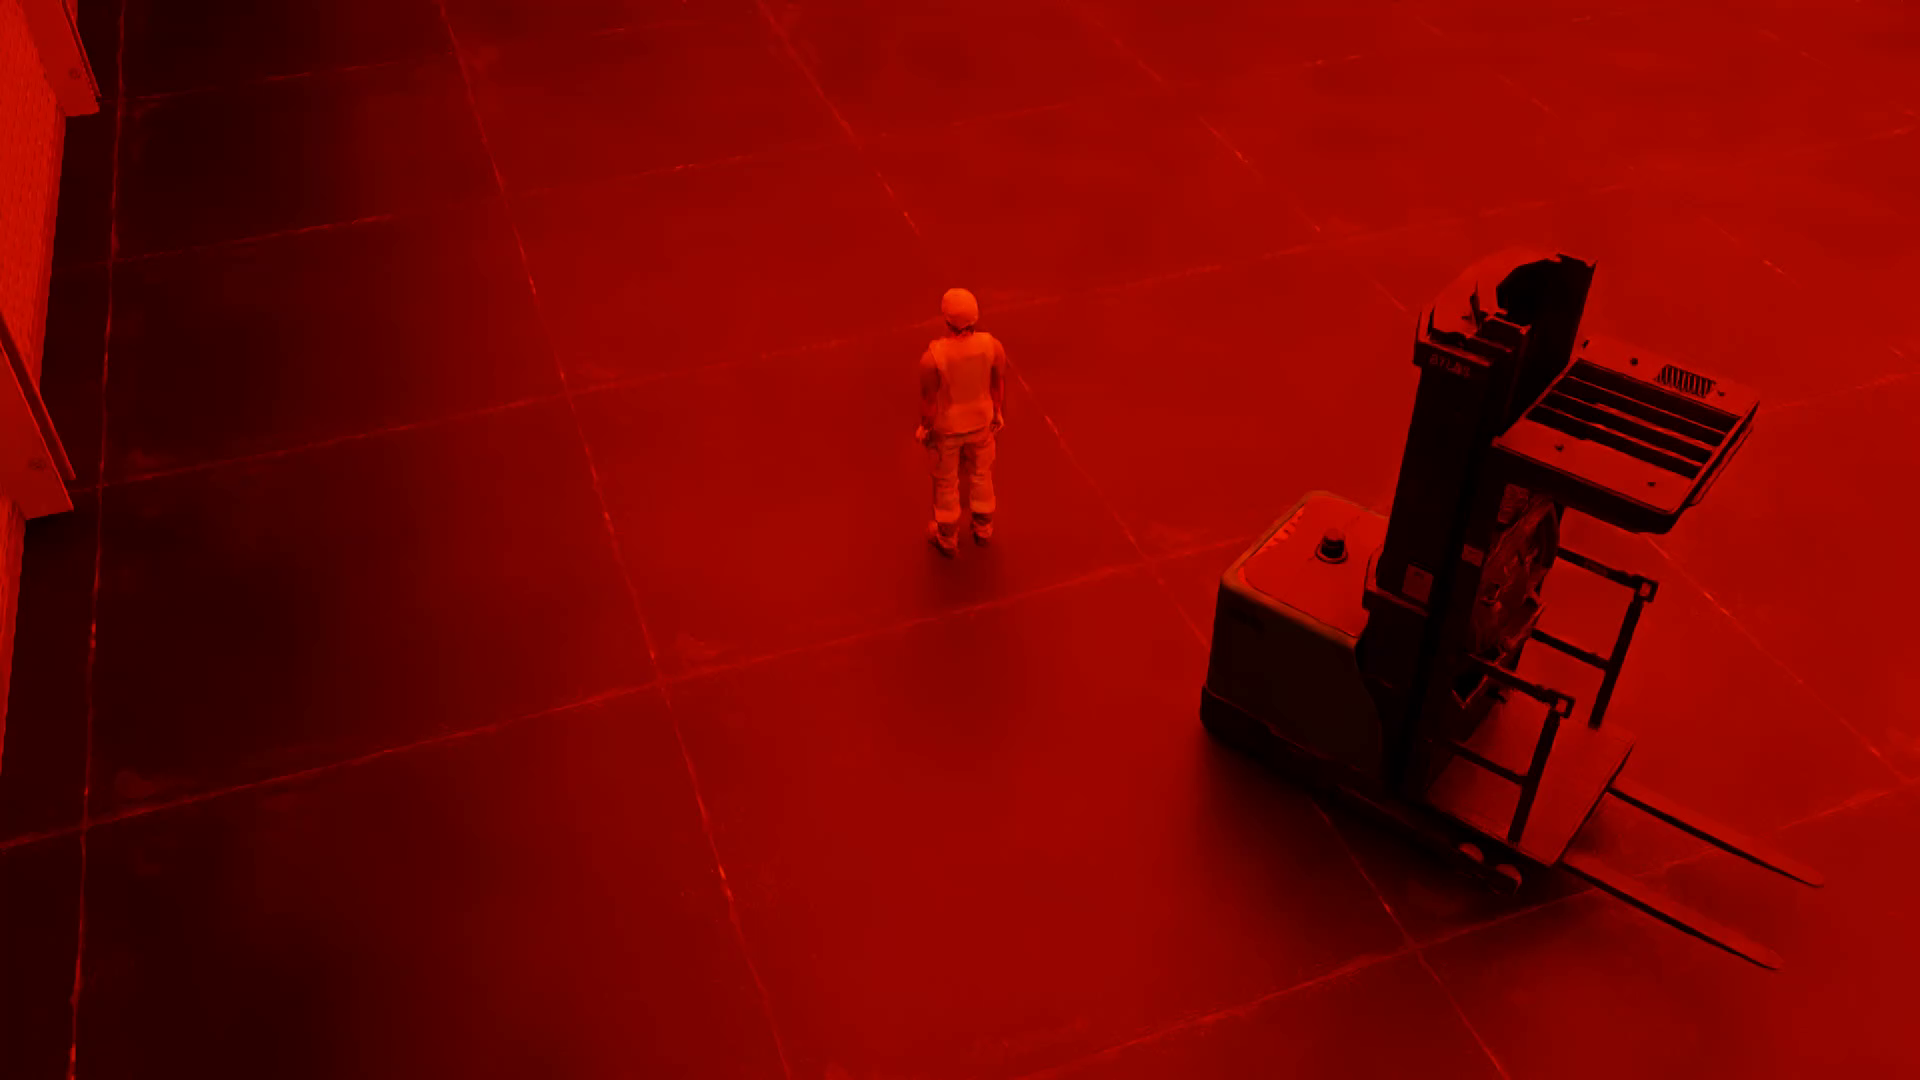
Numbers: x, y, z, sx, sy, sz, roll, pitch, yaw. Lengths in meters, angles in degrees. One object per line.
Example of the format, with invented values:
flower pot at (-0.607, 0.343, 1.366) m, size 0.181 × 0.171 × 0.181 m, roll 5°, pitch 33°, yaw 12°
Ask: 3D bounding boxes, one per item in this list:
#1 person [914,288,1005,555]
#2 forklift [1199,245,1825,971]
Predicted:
person at (-0.008, -0.698, 9.714) m, size 0.540 × 1.795 × 0.349 m, roll -13°, pitch 42°, yaw -15°
forklift at (2.766, 0.237, 7.714) m, size 3.031 × 2.935 × 1.130 m, roll 27°, pitch 47°, yaw 29°
